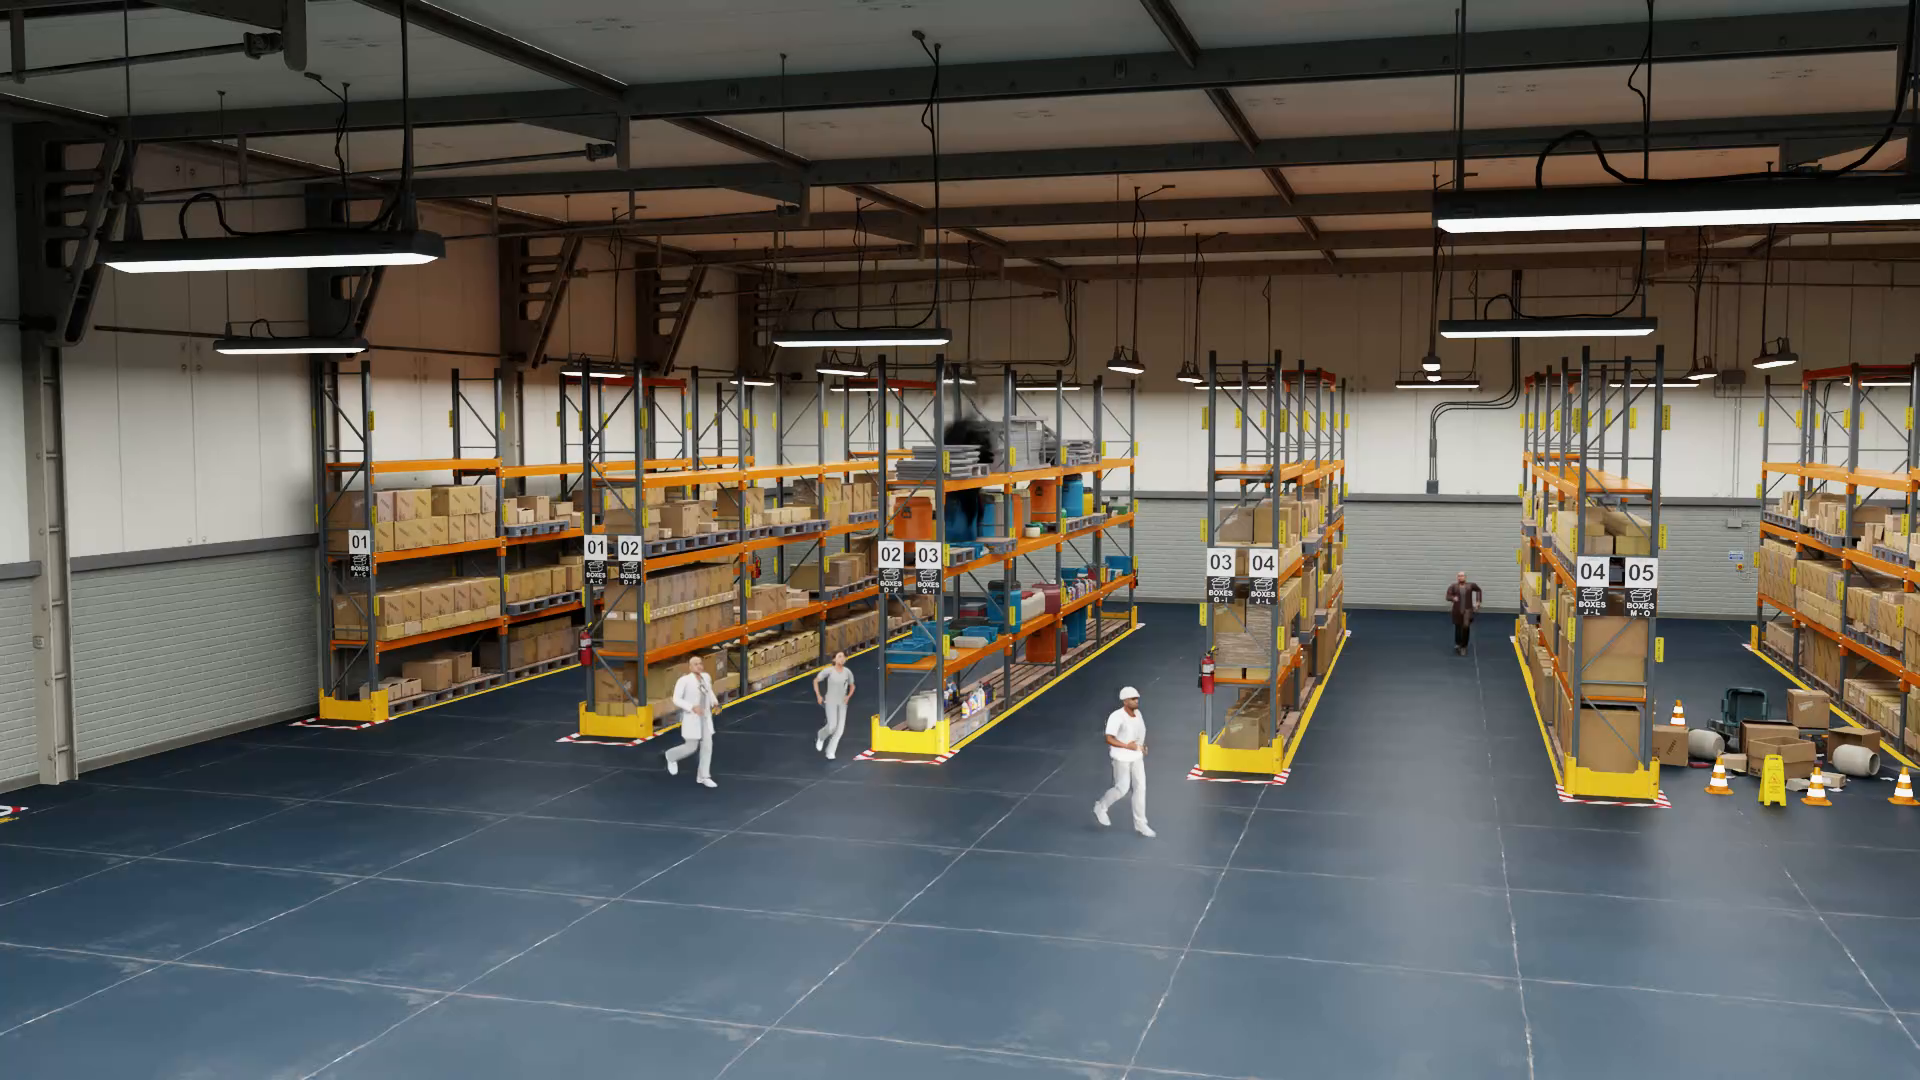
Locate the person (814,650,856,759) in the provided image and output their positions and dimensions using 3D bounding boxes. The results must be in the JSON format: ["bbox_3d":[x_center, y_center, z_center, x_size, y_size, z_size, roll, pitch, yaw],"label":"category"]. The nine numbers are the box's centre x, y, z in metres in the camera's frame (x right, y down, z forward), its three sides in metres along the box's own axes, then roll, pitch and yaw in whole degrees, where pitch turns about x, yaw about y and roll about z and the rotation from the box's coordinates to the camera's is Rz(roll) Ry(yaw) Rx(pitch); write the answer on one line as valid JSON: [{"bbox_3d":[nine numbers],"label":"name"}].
[{"bbox_3d":[-1.835,2.442,24.737,0.612,1.602,0.534,-2,5,-29],"label":"person"}]

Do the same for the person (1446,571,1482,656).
[{"bbox_3d":[10.801,1.574,35.676,0.727,1.828,0.967,2,4,22],"label":"person"}]

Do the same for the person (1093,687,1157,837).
[{"bbox_3d":[2.024,2.669,20.254,0.726,1.784,0.865,-4,6,-44],"label":"person"}]

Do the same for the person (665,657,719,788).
[{"bbox_3d":[-3.674,2.590,23.007,0.718,1.577,0.935,-4,6,-44],"label":"person"}]
